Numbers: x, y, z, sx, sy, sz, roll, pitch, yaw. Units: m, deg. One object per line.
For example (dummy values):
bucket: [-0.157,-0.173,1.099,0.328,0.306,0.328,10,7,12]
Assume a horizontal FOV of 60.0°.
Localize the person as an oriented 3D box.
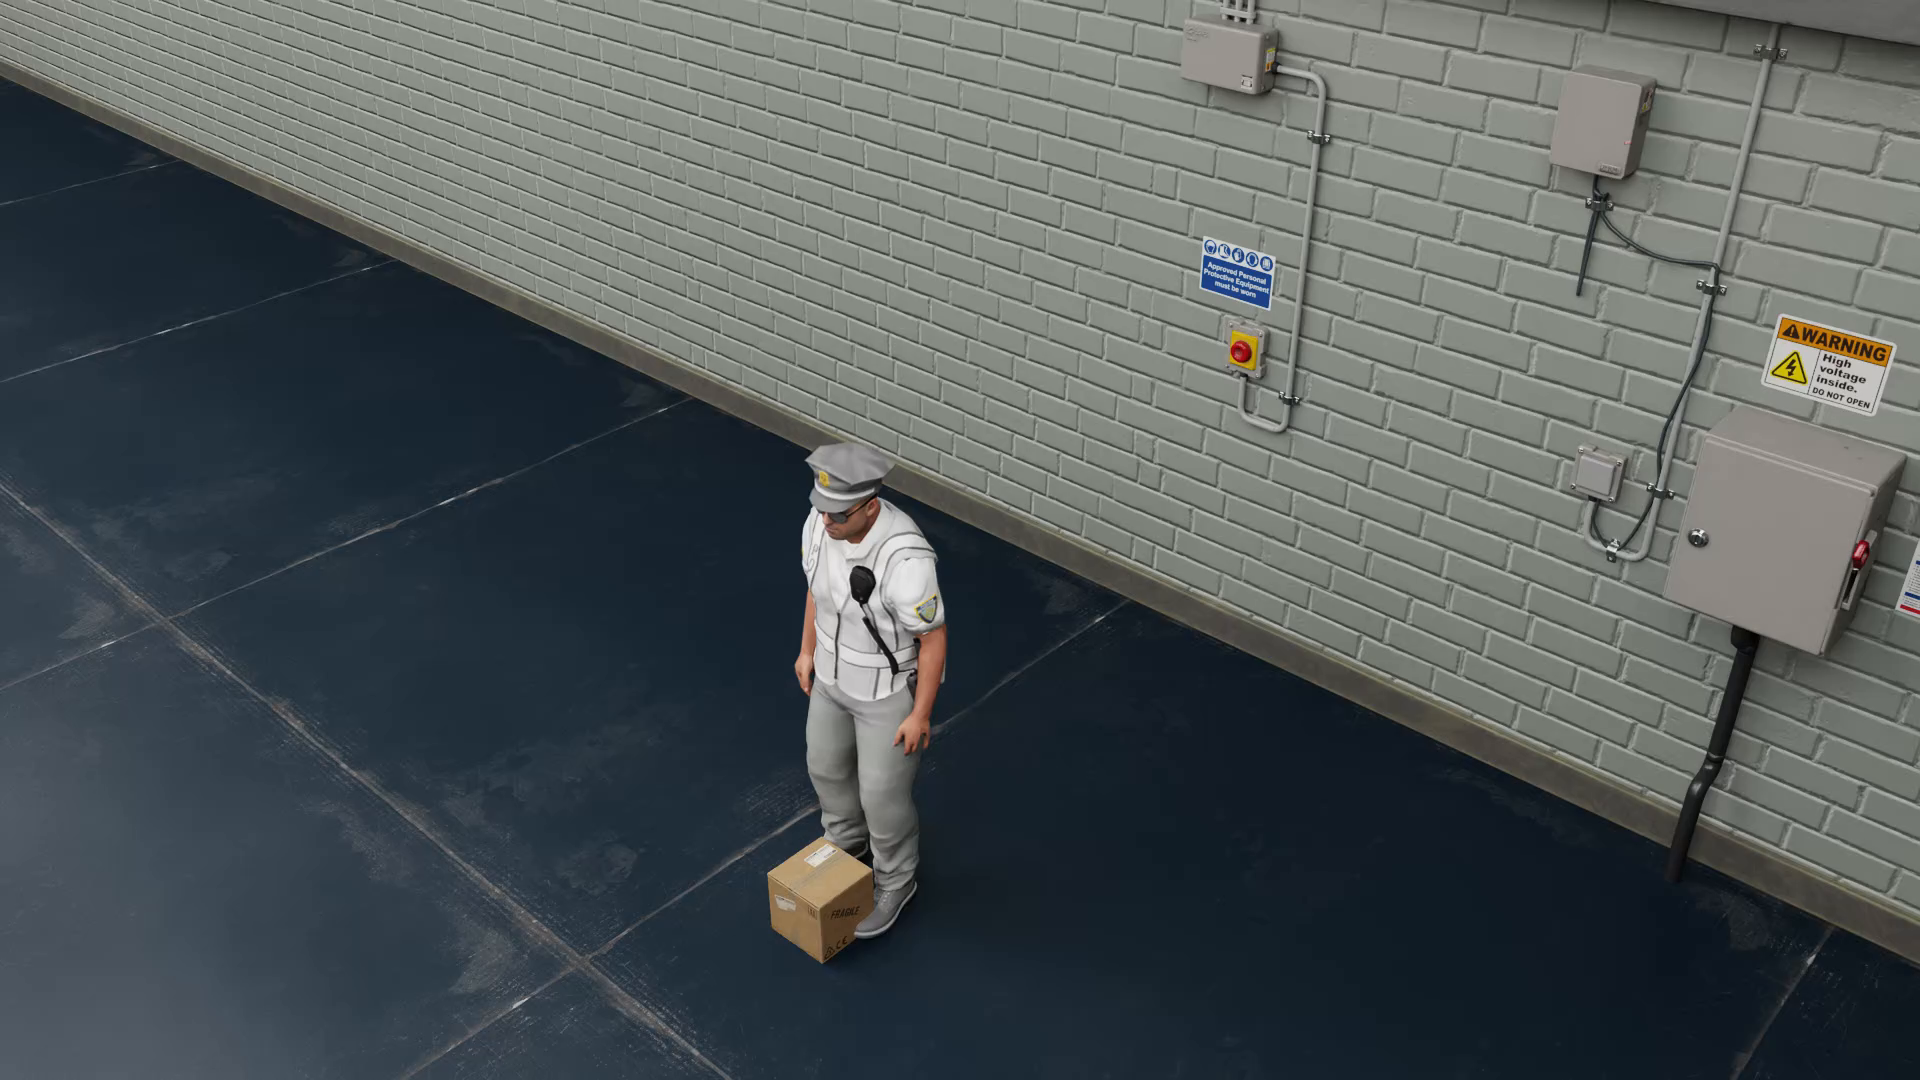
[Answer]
person: [-0.299,0.460,5.365,0.585,1.747,0.472,25,39,35]
